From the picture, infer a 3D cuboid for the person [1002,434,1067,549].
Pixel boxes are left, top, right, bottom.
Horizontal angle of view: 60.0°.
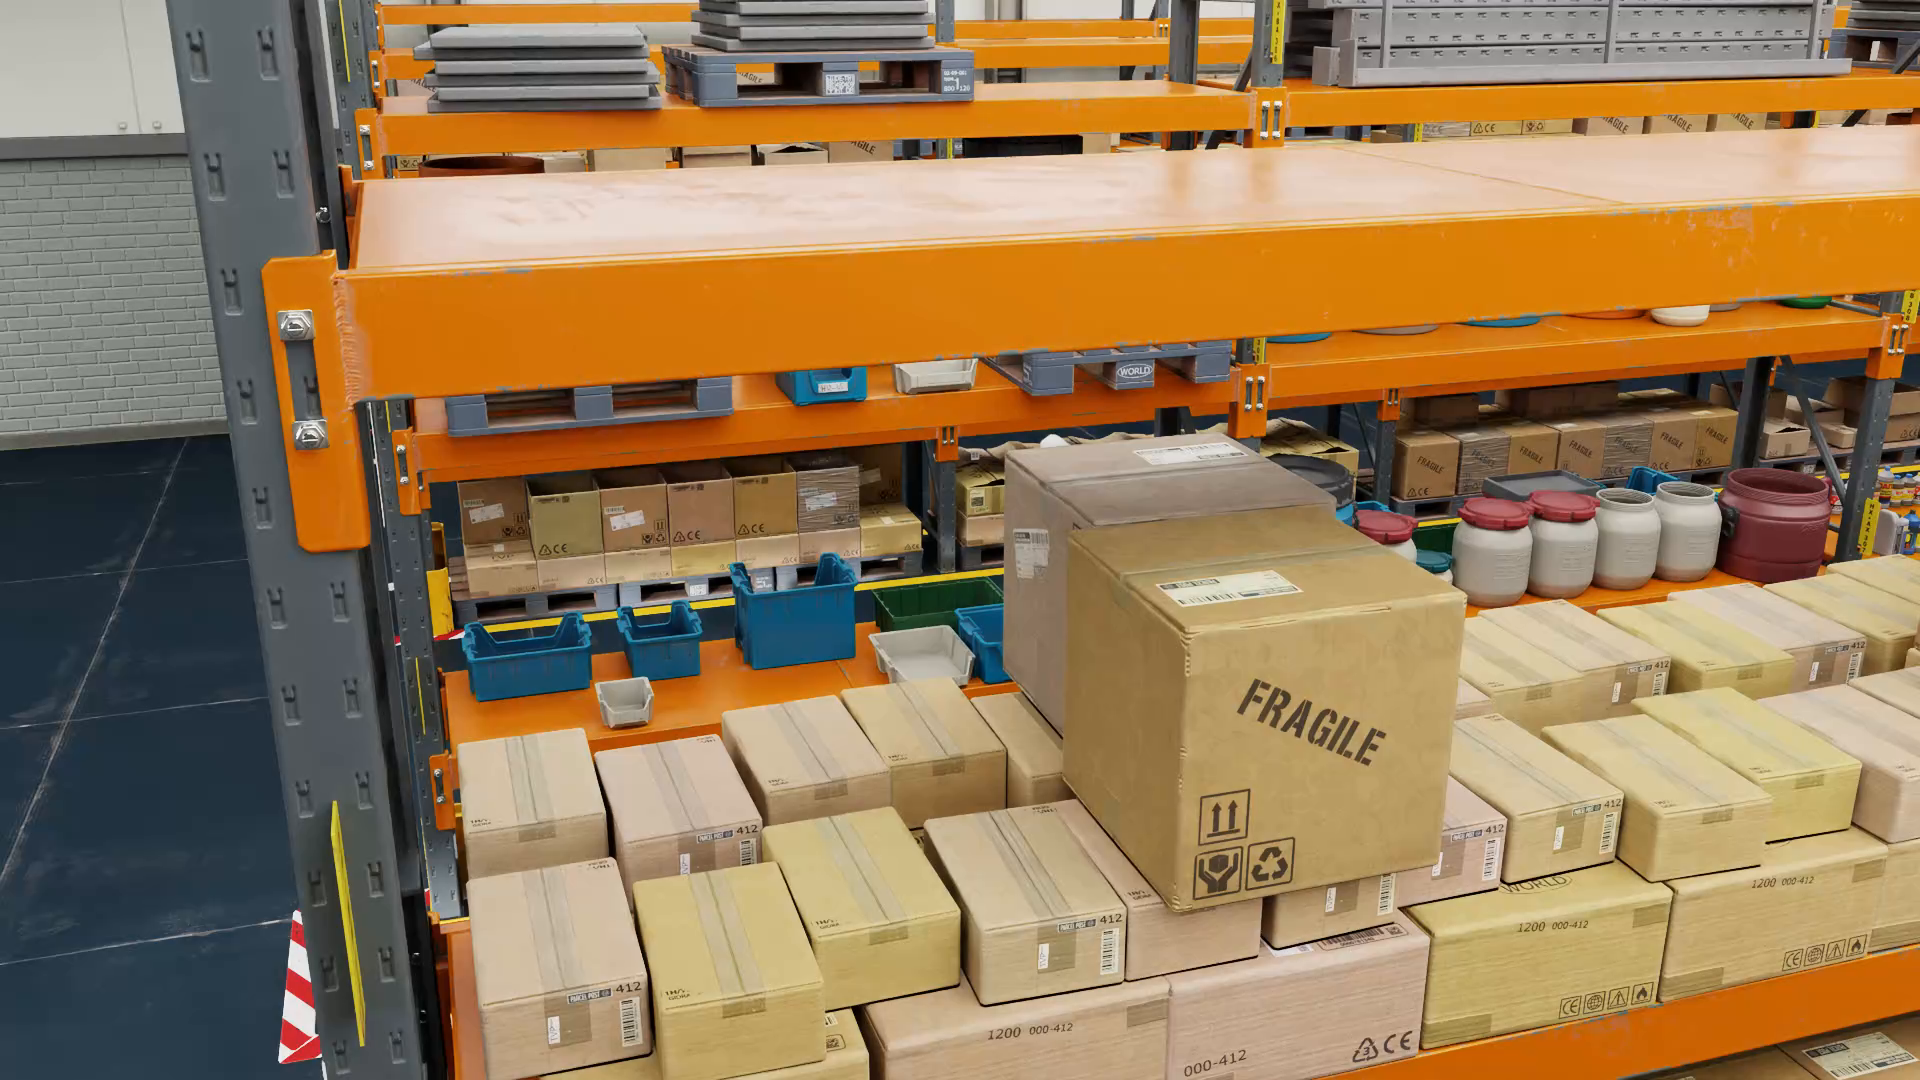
[{"bbox_3d":[0.572,0.147,11.117,0.581,1.780,0.448,-6,20,-17],"label":"person"}]
